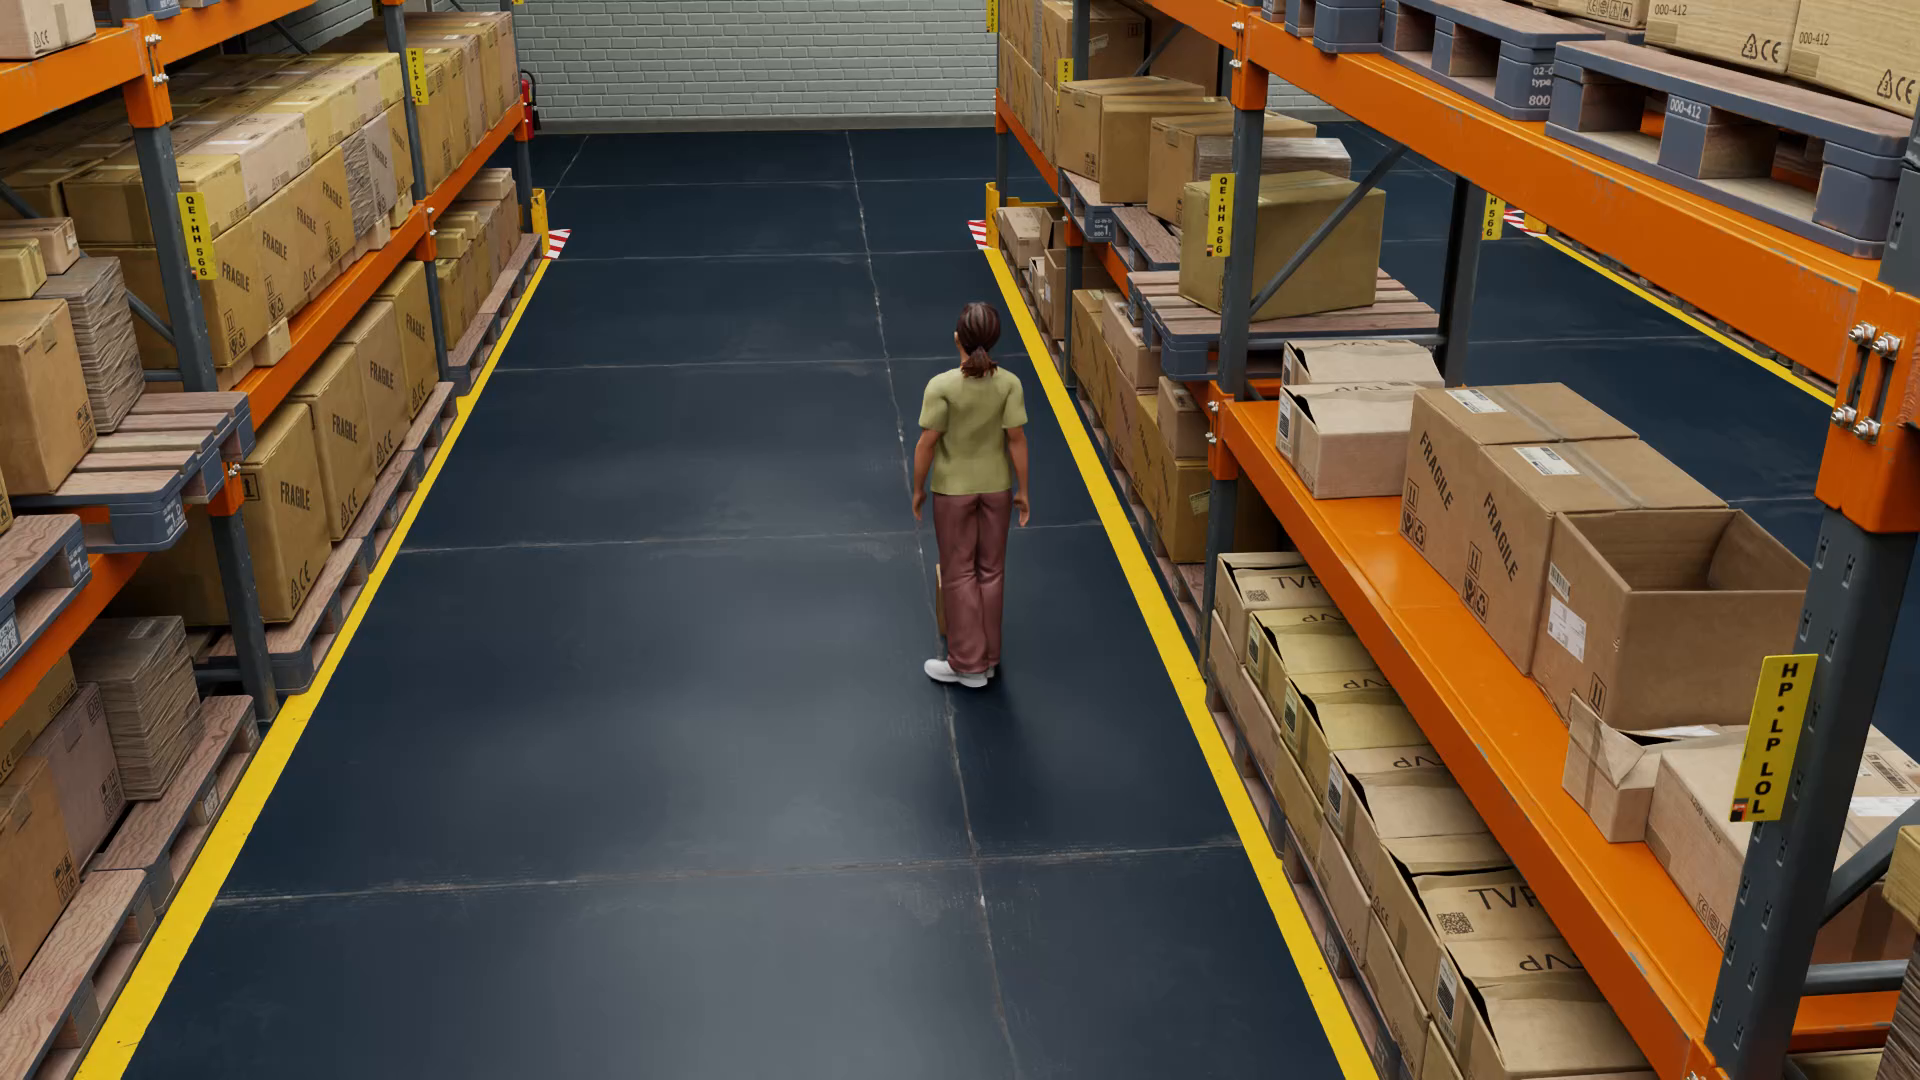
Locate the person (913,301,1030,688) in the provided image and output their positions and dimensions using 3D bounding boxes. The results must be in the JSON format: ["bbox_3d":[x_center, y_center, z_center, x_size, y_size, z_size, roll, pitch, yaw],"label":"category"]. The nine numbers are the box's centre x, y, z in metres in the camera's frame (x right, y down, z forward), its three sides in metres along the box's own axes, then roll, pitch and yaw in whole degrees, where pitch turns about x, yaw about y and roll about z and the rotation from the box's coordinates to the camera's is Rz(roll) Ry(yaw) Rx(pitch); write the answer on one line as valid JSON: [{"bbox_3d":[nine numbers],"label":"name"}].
[{"bbox_3d":[0.045,-0.183,6.989,0.486,1.669,0.394,-6,24,-12],"label":"person"}]
